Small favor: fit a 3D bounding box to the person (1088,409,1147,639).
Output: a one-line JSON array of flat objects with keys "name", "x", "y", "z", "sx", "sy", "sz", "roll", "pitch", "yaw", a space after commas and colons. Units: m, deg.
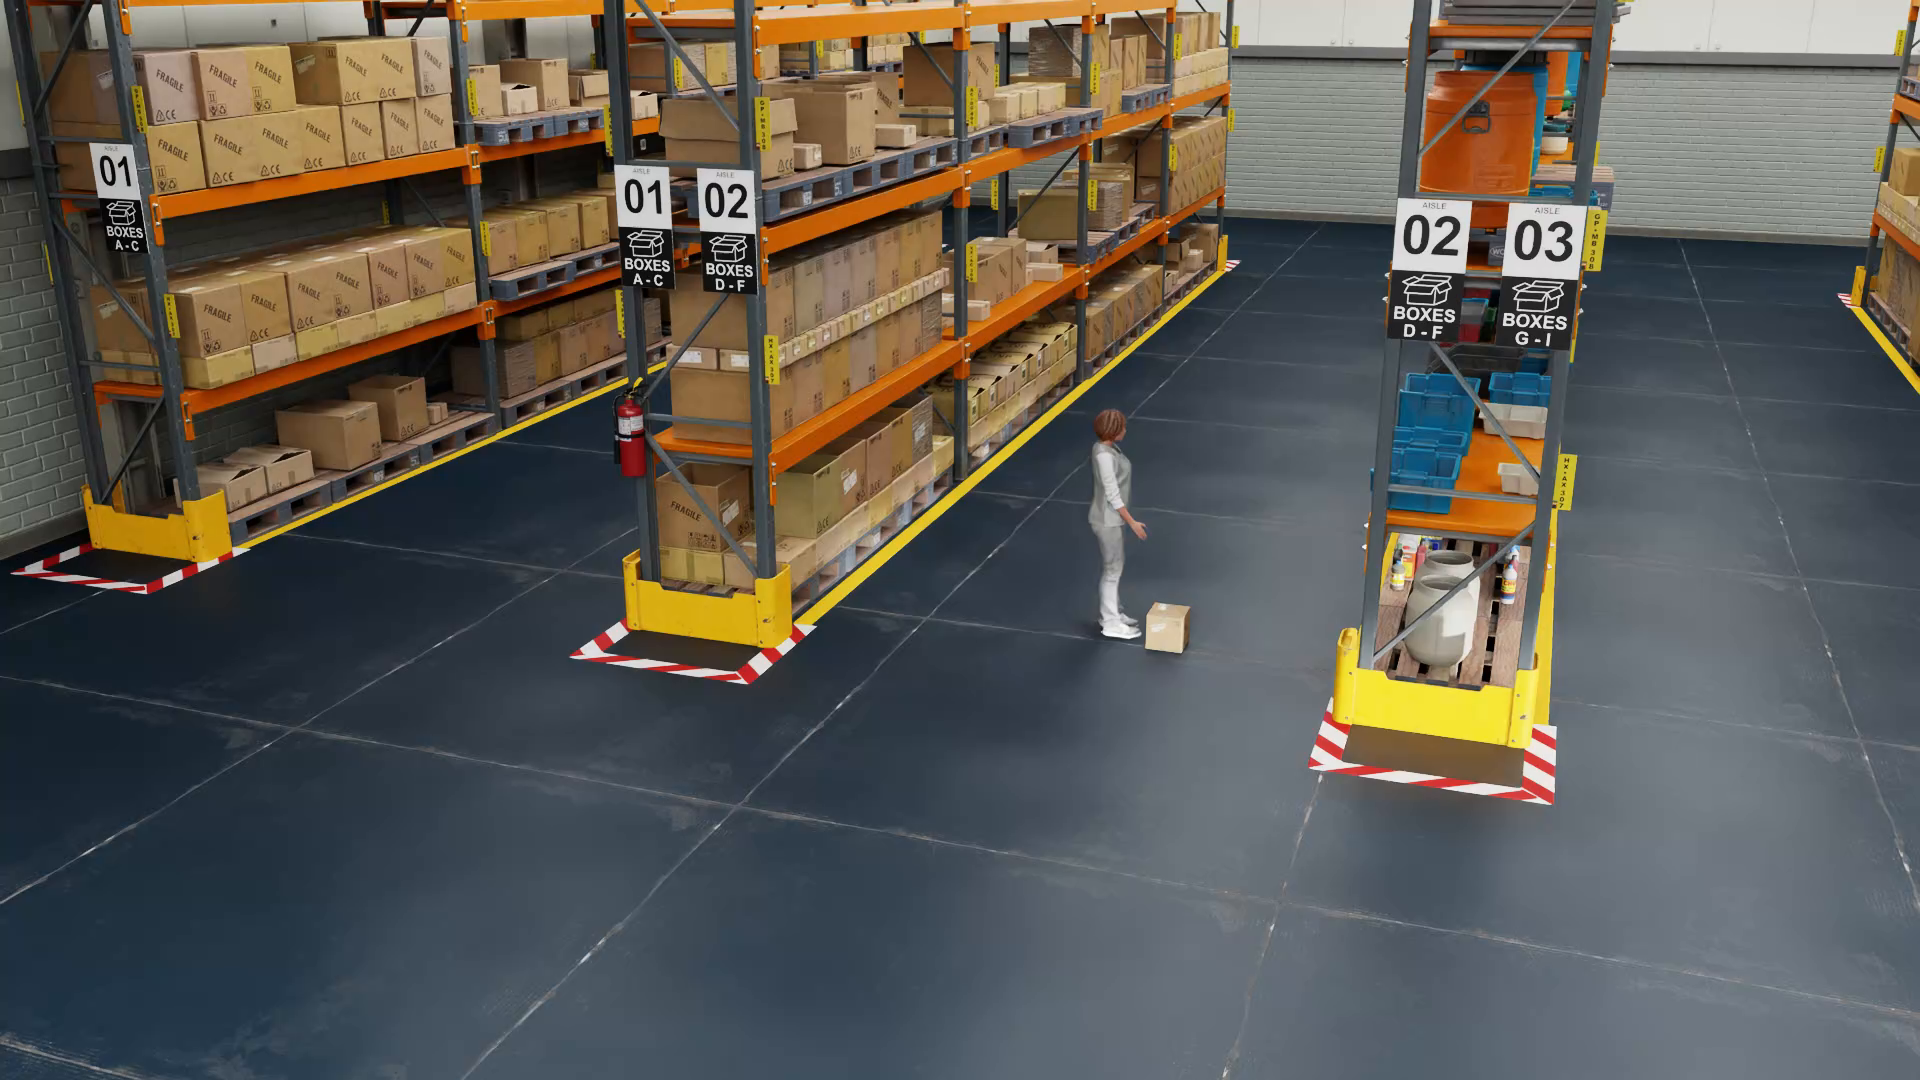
[{"name": "person", "x": 1.077, "y": -0.102, "z": 11.367, "sx": 0.413, "sy": 1.609, "sz": 0.431, "roll": 3, "pitch": 19, "yaw": 7}]
